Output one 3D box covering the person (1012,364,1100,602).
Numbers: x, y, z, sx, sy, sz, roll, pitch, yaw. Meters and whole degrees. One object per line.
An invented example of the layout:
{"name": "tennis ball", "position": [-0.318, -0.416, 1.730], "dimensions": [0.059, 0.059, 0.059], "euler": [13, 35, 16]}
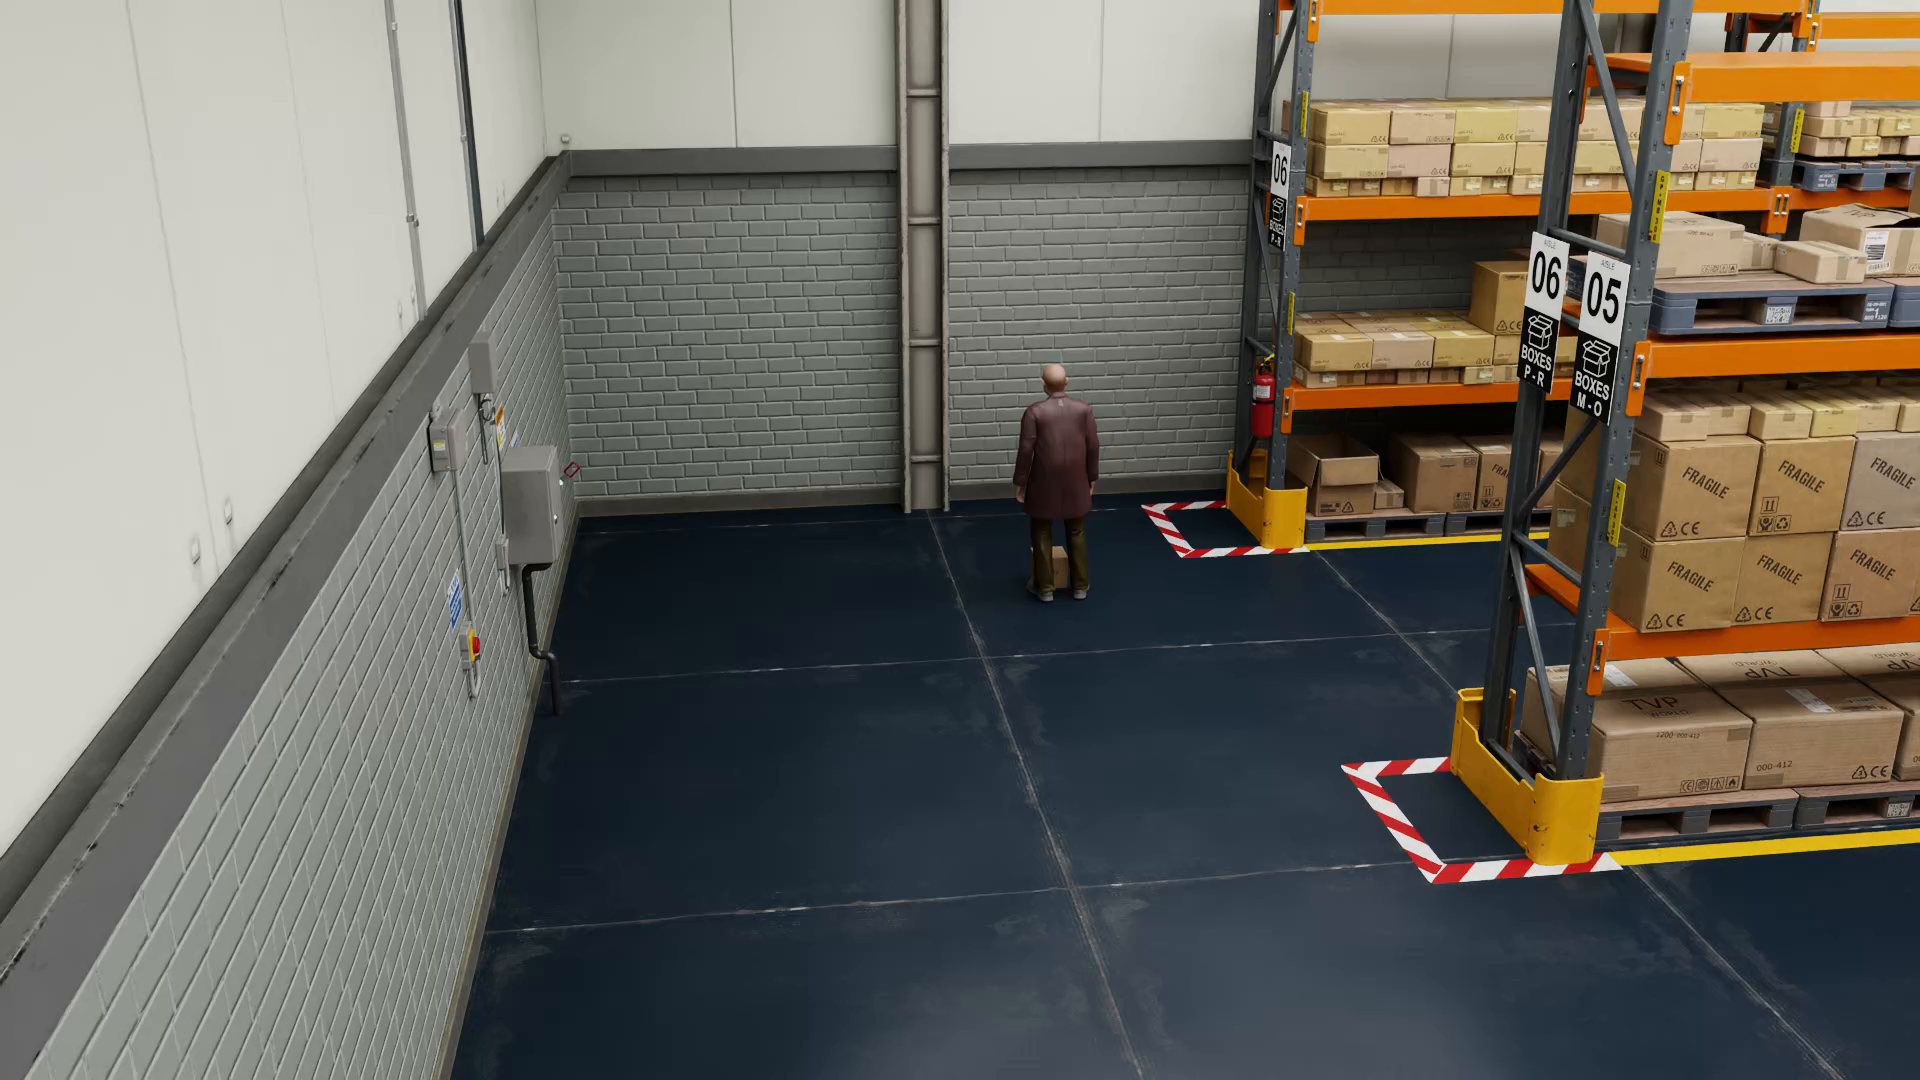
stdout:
{"name": "person", "position": [0.710, -0.423, 12.274], "dimensions": [0.655, 1.775, 0.419], "euler": [-4, 20, -10]}
